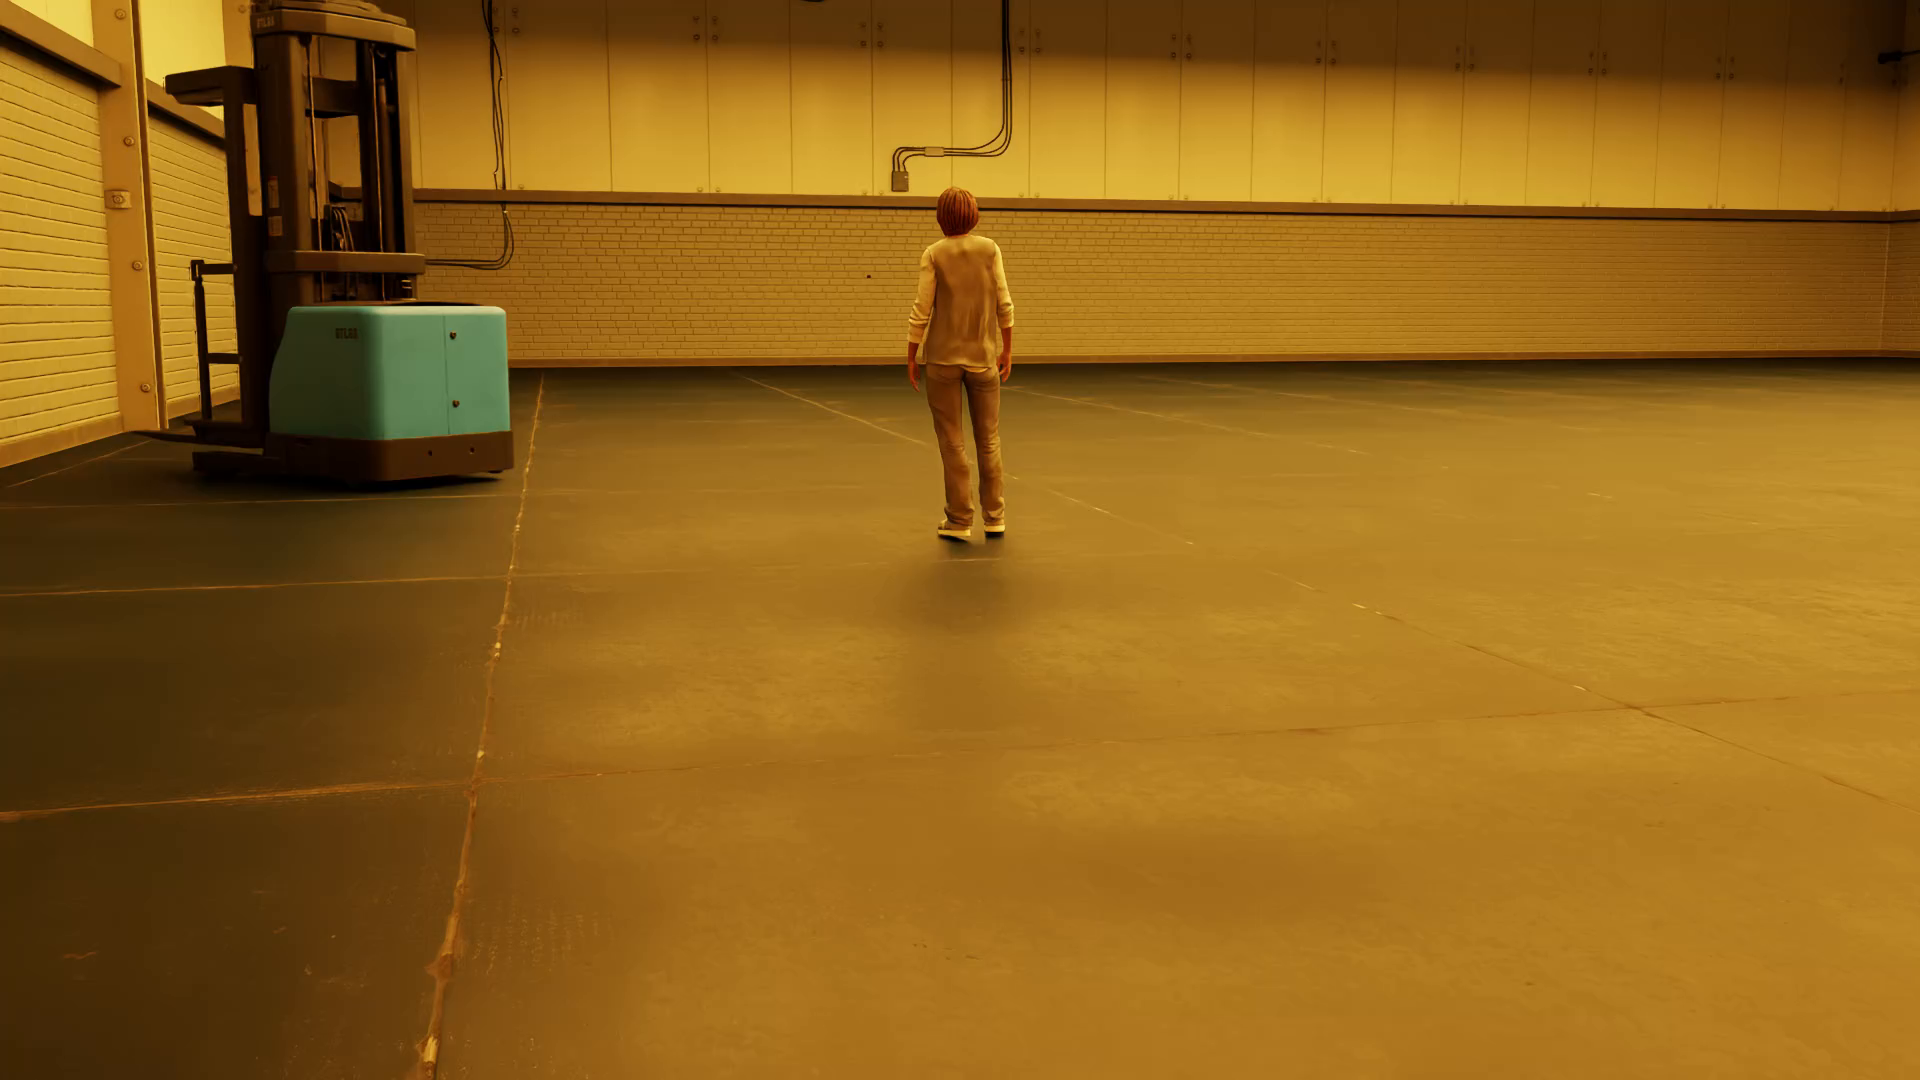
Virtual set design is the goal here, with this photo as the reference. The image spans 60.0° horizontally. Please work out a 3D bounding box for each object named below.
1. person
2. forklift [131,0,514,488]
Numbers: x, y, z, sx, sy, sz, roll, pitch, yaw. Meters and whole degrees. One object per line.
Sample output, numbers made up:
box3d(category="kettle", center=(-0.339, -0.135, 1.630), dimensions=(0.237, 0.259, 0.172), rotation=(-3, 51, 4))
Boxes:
box3d(category="person", center=(-0.003, -0.809, 7.669), dimensions=(0.520, 1.597, 0.475), rotation=(-2, 8, -13))
box3d(category="forklift", center=(-4.274, -1.892, 10.647), dimensions=(3.031, 2.935, 1.130), rotation=(6, 10, 35))
